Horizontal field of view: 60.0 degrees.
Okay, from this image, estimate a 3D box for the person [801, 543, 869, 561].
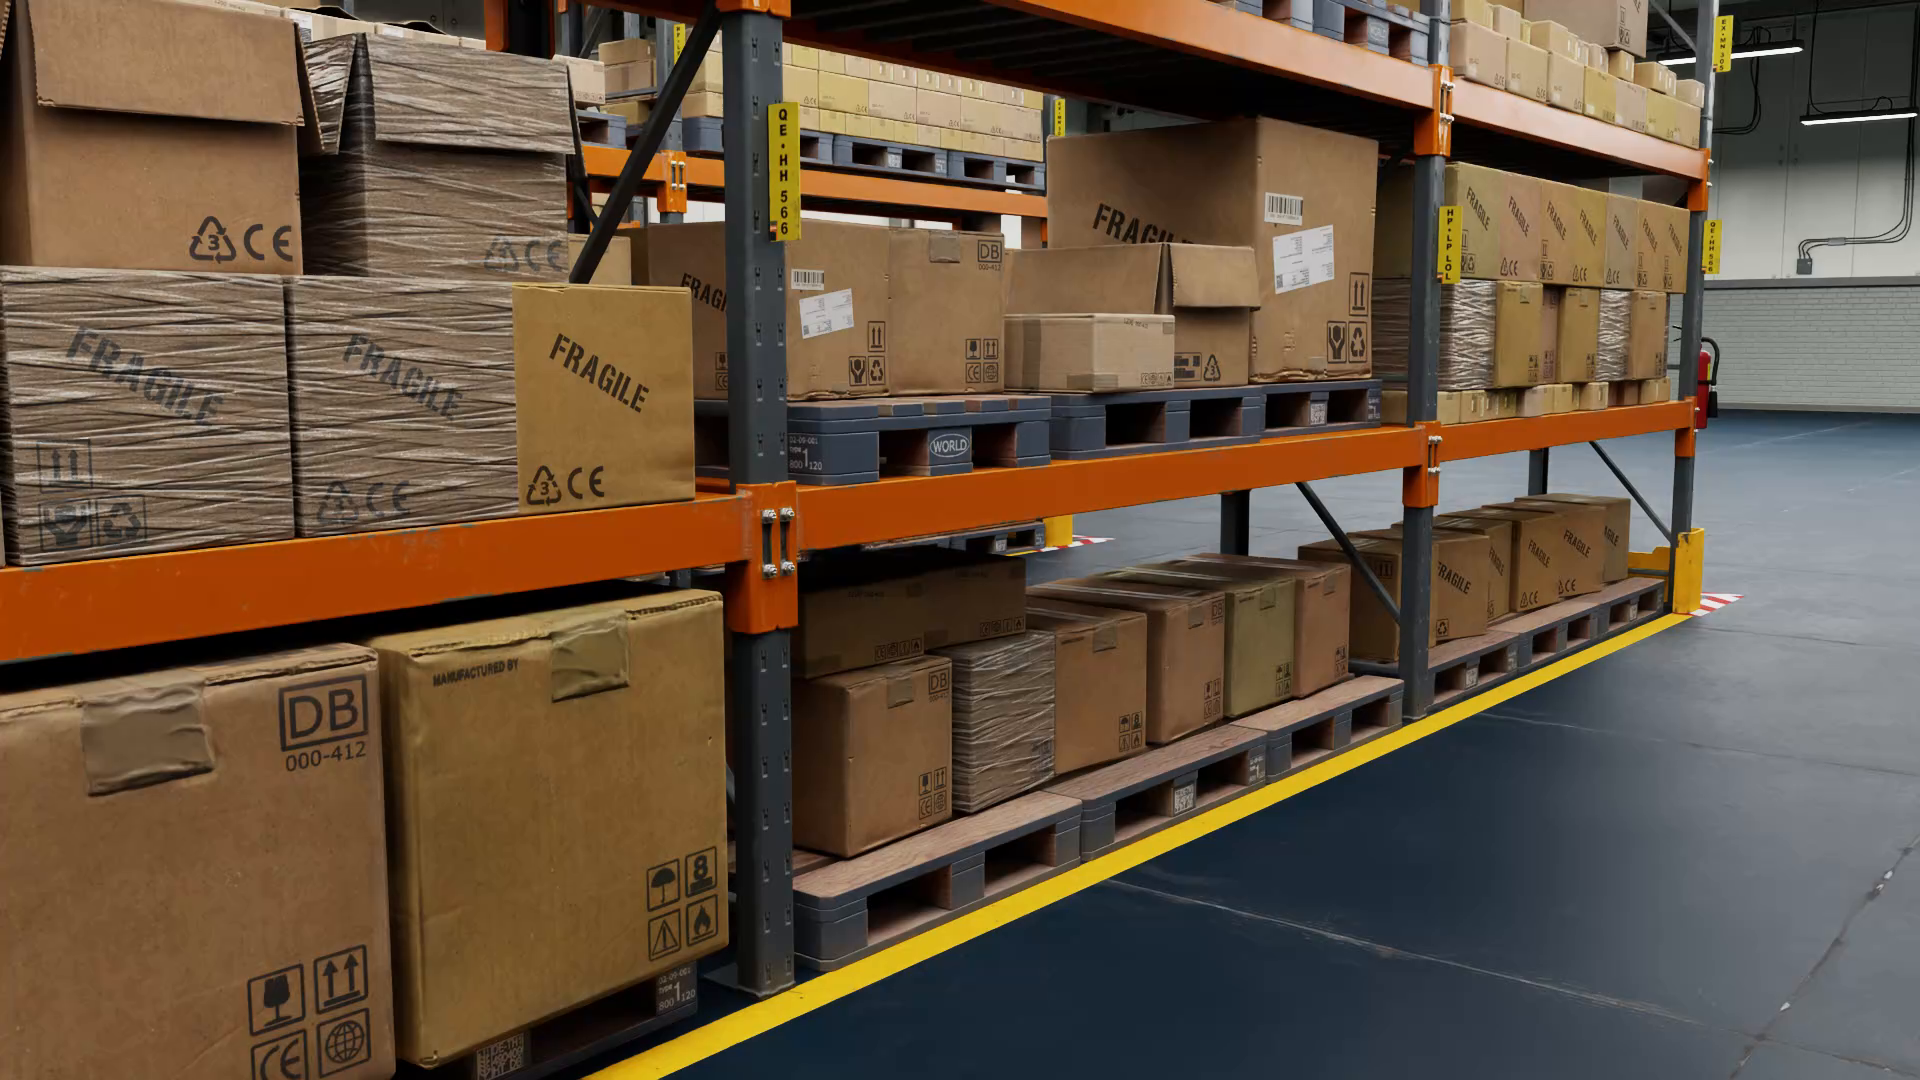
[{"bbox_3d":[-0.581,-0.049,7.837,0.630,1.614,0.443,1,7,8],"label":"person"}]
